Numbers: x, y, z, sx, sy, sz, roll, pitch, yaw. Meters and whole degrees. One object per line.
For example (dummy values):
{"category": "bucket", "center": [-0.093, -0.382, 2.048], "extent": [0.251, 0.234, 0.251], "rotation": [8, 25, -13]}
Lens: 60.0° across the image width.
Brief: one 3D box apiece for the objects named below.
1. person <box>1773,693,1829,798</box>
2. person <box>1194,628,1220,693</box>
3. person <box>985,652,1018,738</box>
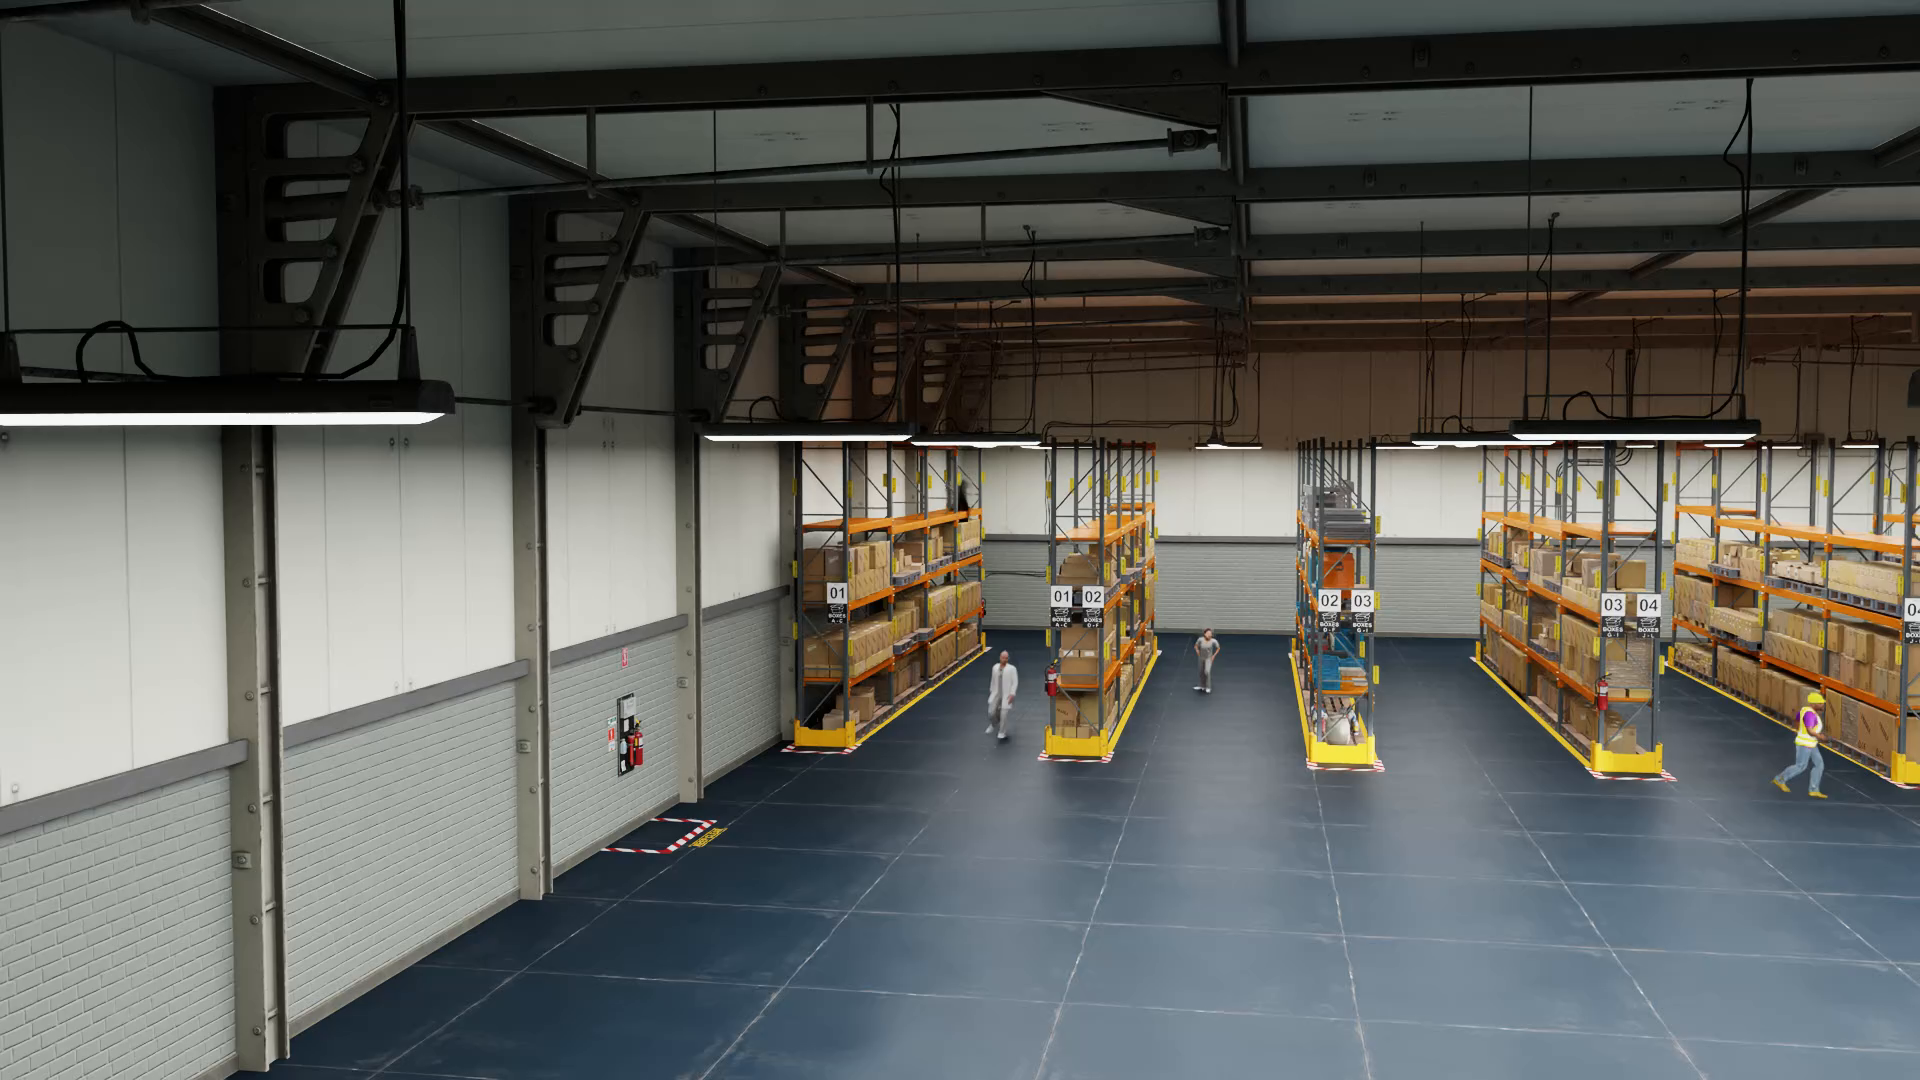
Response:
{"category": "person", "center": [13.921, 3.388, 27.513], "extent": [0.848, 1.733, 0.664], "rotation": [2, 4, 34]}
{"category": "person", "center": [5.881, 2.863, 39.767], "extent": [0.658, 1.570, 0.749], "rotation": [2, 3, 27]}
{"category": "person", "center": [0.819, 3.082, 33.020], "extent": [0.732, 1.735, 0.583], "rotation": [1, 3, 21]}
